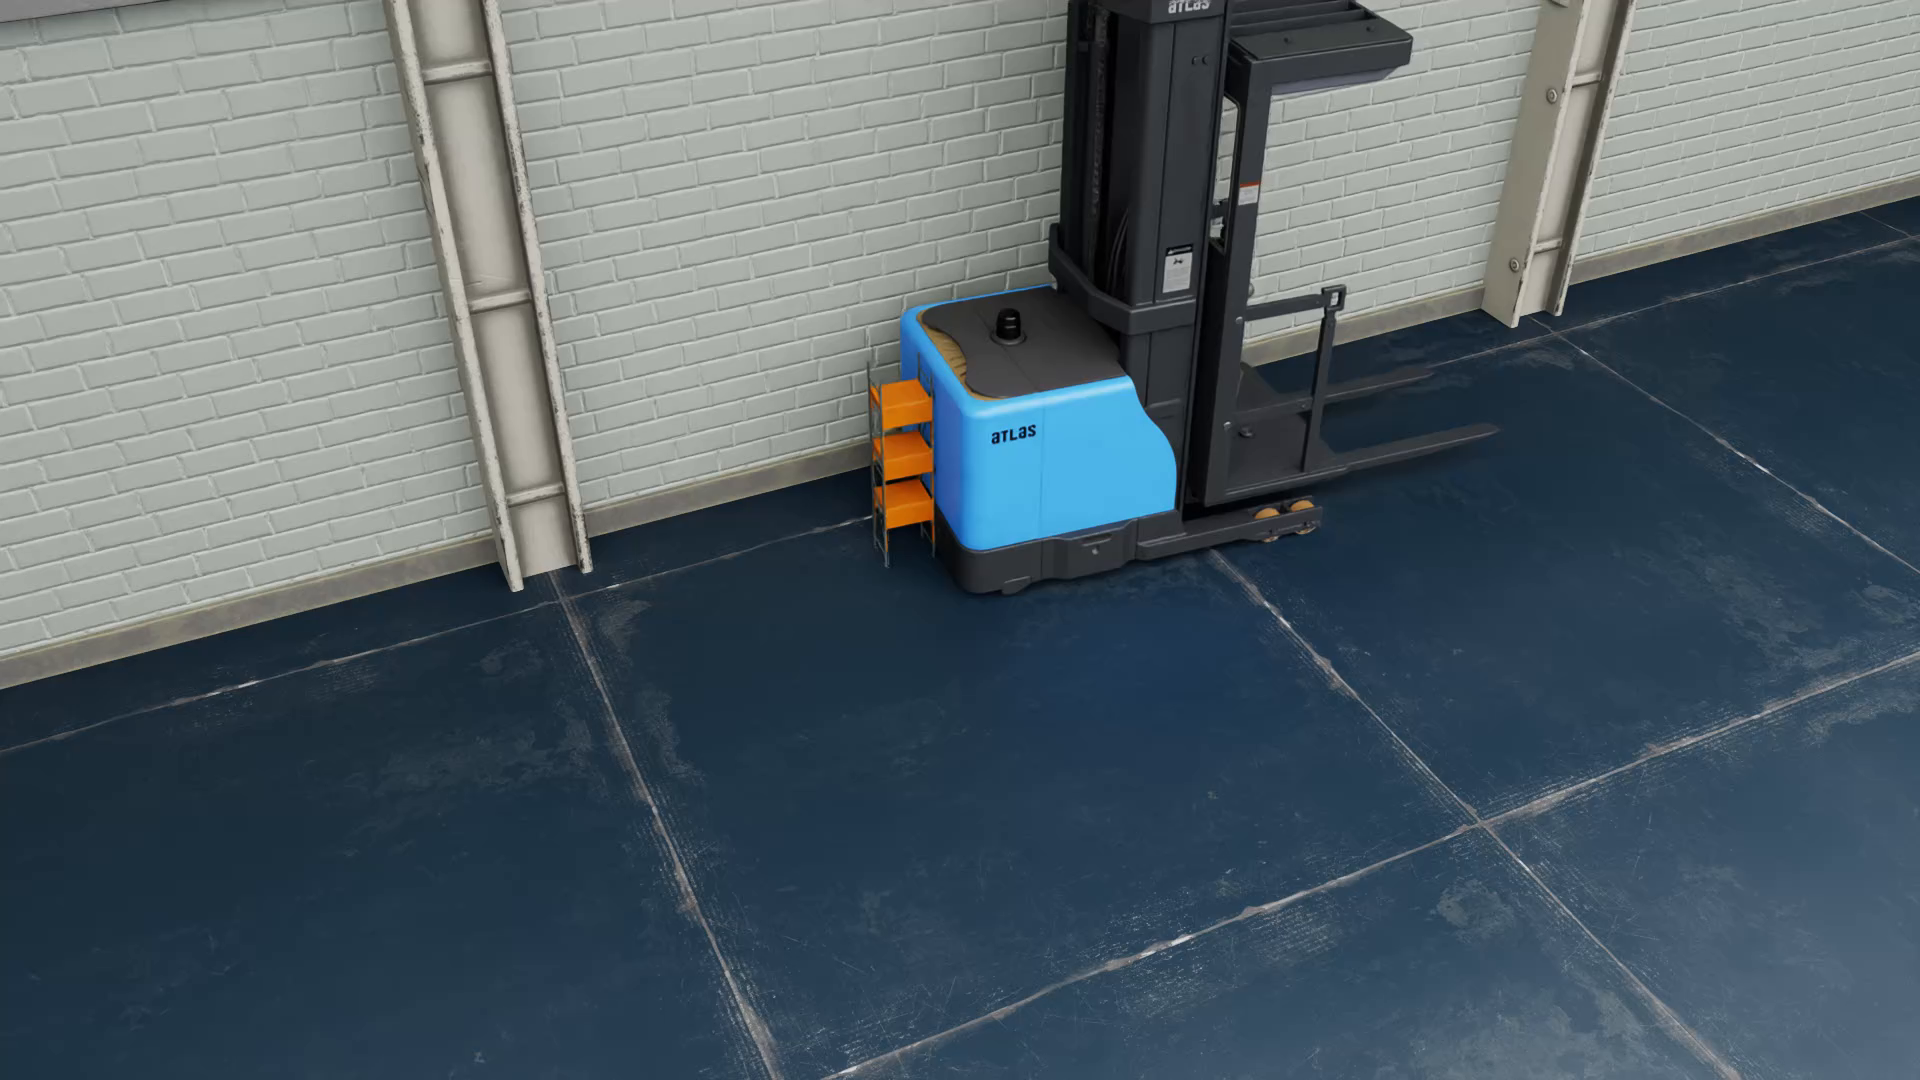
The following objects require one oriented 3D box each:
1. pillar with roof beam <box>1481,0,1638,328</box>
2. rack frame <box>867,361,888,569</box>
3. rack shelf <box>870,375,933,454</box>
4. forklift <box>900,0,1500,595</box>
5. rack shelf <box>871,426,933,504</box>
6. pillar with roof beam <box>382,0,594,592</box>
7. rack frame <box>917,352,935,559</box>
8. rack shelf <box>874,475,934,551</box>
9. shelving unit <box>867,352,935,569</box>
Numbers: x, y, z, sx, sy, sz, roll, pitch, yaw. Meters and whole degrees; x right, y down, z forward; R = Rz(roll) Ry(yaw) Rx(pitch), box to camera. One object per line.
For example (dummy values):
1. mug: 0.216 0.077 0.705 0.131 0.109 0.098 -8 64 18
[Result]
1. pillar with roof beam: 5.242 -2.696 4.331 0.400 9.000 9.100 -16 39 -20
2. rack frame: -0.388 -0.337 7.824 0.008 1.050 0.200 -12 38 -16
3. rack shelf: -0.274 -0.582 7.694 0.240 0.259 0.215 -12 38 -16
4. forklift: 1.273 -1.451 7.746 3.031 2.935 1.130 -12 38 -16
5. rack shelf: -0.274 -0.354 7.863 0.240 0.259 0.215 -12 38 -16
6. pillar with roof beam: -0.189 -1.177 2.283 0.400 9.000 9.100 -16 39 -20
7. rack frame: -0.159 -0.387 7.890 0.008 1.050 0.200 -12 38 -16
8. rack shelf: -0.274 -0.130 8.029 0.240 0.259 0.215 -12 38 -16
9. shelving unit: -0.274 -0.362 7.857 0.252 1.050 0.215 -12 38 -16
